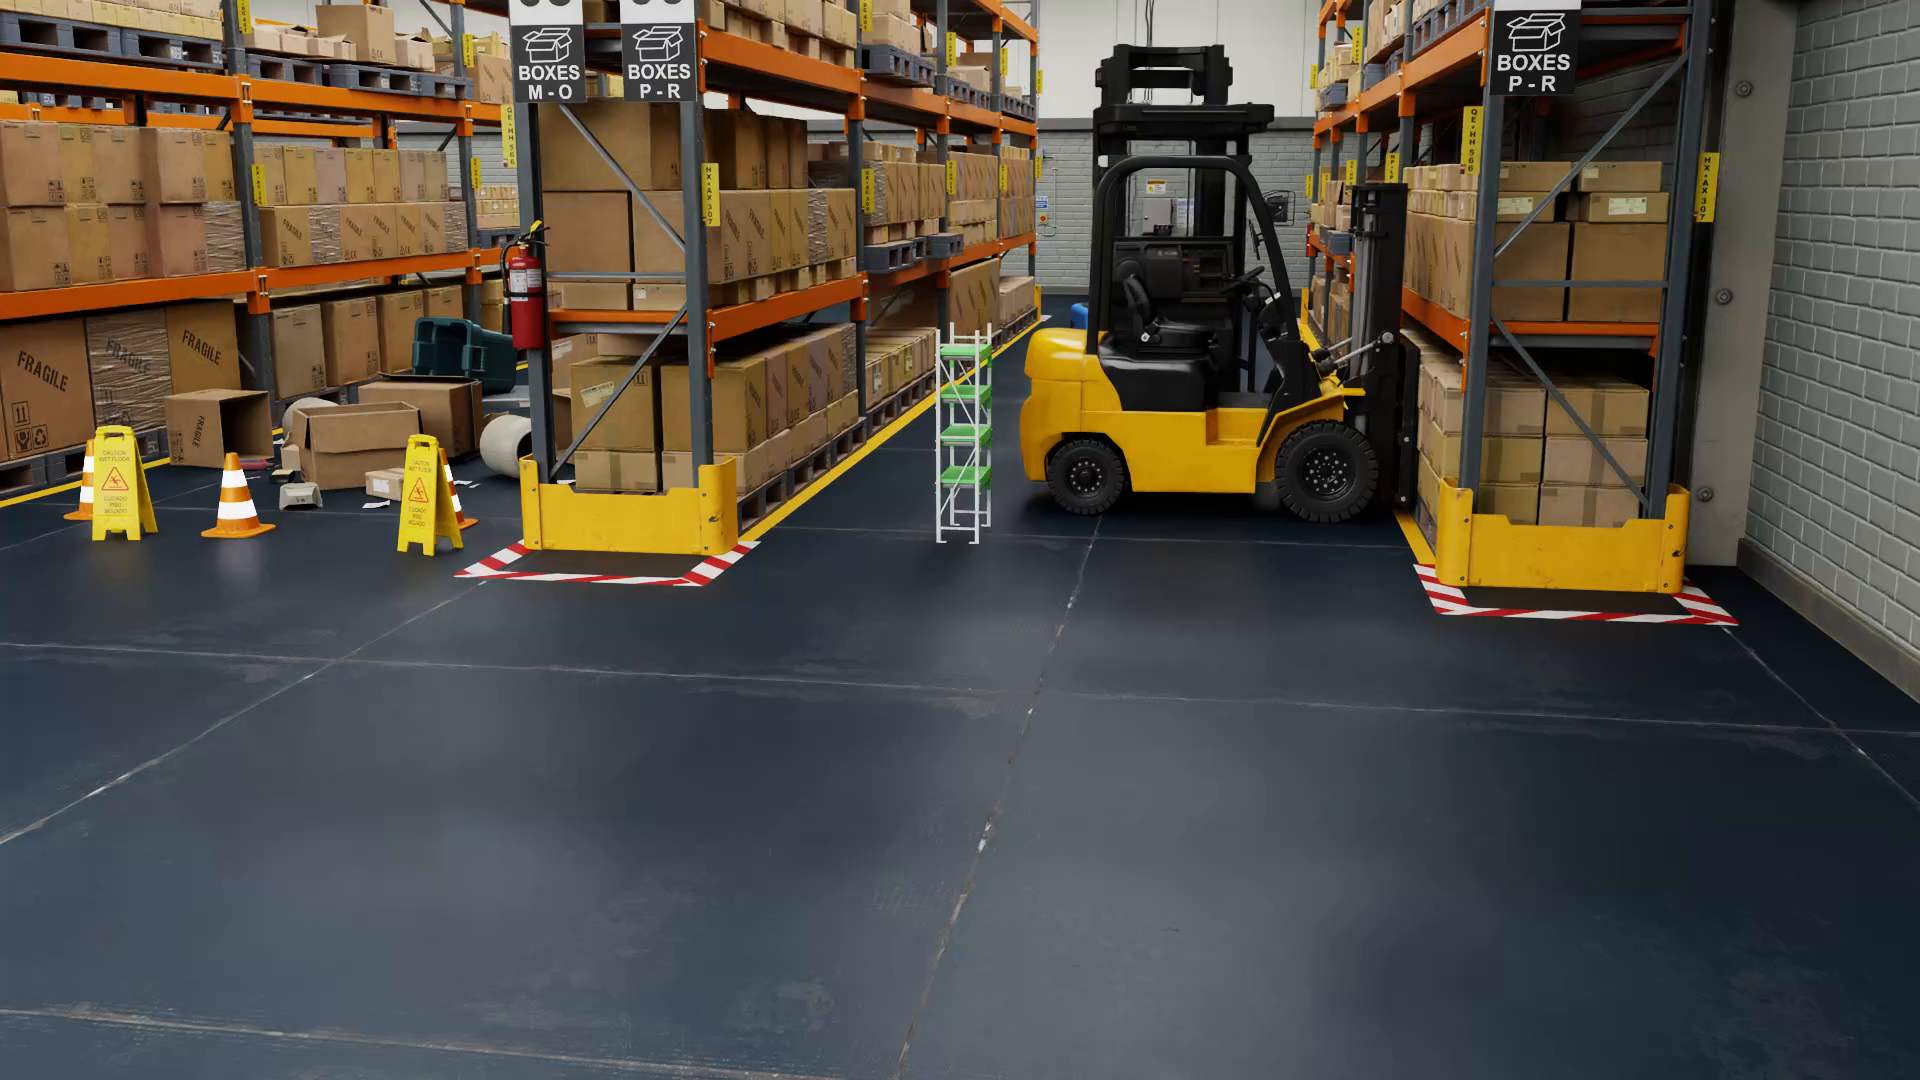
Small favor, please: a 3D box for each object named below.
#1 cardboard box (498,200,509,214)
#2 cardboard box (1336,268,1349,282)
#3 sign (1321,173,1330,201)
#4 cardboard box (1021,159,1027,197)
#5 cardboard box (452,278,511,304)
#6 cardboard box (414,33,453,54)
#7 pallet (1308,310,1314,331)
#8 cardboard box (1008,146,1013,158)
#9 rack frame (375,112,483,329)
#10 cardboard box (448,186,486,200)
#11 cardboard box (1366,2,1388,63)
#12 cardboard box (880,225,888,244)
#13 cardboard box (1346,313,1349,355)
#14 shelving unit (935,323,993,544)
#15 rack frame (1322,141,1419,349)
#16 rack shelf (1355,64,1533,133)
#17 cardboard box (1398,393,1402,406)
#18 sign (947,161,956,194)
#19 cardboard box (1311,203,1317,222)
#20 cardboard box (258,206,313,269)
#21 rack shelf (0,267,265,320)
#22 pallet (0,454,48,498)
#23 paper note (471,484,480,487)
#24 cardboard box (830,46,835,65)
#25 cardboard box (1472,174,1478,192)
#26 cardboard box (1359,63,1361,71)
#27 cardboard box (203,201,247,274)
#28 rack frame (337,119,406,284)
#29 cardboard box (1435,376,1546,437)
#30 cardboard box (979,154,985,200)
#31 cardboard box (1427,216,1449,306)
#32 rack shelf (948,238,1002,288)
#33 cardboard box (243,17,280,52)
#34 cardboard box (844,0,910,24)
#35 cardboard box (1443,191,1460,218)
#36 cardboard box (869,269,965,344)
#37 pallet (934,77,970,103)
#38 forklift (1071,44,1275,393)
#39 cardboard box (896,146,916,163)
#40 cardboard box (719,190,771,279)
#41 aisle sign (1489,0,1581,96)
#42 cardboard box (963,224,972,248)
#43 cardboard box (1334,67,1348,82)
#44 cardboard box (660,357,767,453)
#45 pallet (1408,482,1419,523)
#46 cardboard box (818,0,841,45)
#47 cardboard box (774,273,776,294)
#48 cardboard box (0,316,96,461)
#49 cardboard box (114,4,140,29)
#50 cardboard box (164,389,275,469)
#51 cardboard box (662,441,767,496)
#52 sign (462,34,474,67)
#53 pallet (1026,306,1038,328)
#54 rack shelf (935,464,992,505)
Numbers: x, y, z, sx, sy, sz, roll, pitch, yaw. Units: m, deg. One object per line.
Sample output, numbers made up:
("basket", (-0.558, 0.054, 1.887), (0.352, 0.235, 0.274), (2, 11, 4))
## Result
("cardboard box", (-5.183, -3.657, 18.235), (0.380, 0.149, 0.250), (1, 12, 7))
("cardboard box", (4.583, -3.080, 19.356), (0.380, 0.149, 0.250), (1, 12, 6))
("sign", (4.357, -4.195, 19.785), (0.100, 0.325, 0.005), (2, 12, 9))
("cardboard box", (0.635, -4.966, 22.804), (0.500, 0.500, 0.500), (2, 12, 8))
("cardboard box", (-5.188, -2.708, 18.097), (0.500, 0.250, 0.500), (1, 12, 6))
("cardboard box", (-5.663, -5.312, 17.848), (0.396, 0.266, 0.258), (2, 12, 9))
("pallet", (5.376, -3.044, 23.116), (1.003, 0.211, 1.213), (2, 12, 9))
("cardboard box", (0.483, -5.041, 21.612), (0.380, 0.149, 0.250), (2, 12, 7))
("rack frame", (-5.533, -3.223, 17.327), (1.000, 3.000, 0.127), (2, 12, 9))
("cardboard box", (-5.270, -3.687, 17.668), (0.380, 0.149, 0.250), (2, 12, 9))
("cardboard box", (3.927, -4.550, 14.894), (0.500, 0.500, 0.500), (2, 12, 9))
("cardboard box", (-0.797, -2.490, 13.525), (0.380, 0.149, 0.250), (2, 12, 10))
("cardboard box", (4.132, -2.002, 16.598), (0.500, 0.500, 0.500), (2, 12, 10))
("shelving unit", (0.025, -0.621, 9.527), (0.258, 1.200, 0.503), (2, 12, 9))
("rack frame", (4.894, -3.756, 19.802), (1.000, 3.000, 0.127), (2, 12, 9))
("rack shelf", (3.971, -3.622, 13.766), (1.077, 0.370, 4.000), (2, 12, 9))
("cardboard box", (3.120, -0.896, 10.876), (0.500, 0.250, 0.500), (2, 12, 8))
("sign", (-0.089, -3.595, 16.495), (0.100, 0.325, 0.005), (2, 12, 9))
("cardboard box", (5.173, -4.575, 23.252), (0.500, 0.250, 0.500), (2, 12, 9))
("cardboard box", (-5.801, -2.540, 13.921), (0.500, 0.500, 0.500), (2, 12, 9))
("rack shelf", (-6.456, -1.622, 11.607), (1.077, 0.370, 4.000), (2, 12, 9))
("pallet", (-6.718, -0.363, 10.678), (1.003, 0.211, 1.213), (2, 12, 9))
("paper note", (-3.255, -0.365, 11.163), (0.032, 0.001, 0.123), (2, 12, 9))
("cardboard box", (-1.114, -3.469, 11.946), (0.380, 0.149, 0.250), (2, 12, 9))
("cardboard box", (2.903, -1.903, 8.721), (0.380, 0.149, 0.250), (2, 12, 9))
("cardboard box", (4.216, -4.753, 16.718), (0.380, 0.149, 0.250), (2, 12, 9))
("cardboard box", (-6.193, -2.386, 13.090), (0.875, 0.550, 0.550), (2, 12, 9))
("rack frame", (-9.188, -5.070, 25.898), (1.000, 3.000, 0.127), (2, 12, 9))
("cardboard box", (2.811, -0.714, 8.842), (0.500, 0.250, 0.500), (2, 12, 11))
("cardboard box", (-0.001, -4.140, 18.972), (0.500, 0.500, 0.500), (2, 12, 10))
("cardboard box", (3.032, -1.632, 9.710), (0.500, 0.500, 0.500), (2, 12, 8))
("rack shelf", (-0.319, -3.148, 18.688), (1.077, 0.370, 4.000), (2, 12, 9))
("cardboard box", (-5.809, -4.162, 13.653), (0.258, 0.266, 0.396), (2, 12, 8))
("cardboard box", (-0.689, -4.306, 13.407), (0.500, 0.250, 0.500), (2, 12, 7))
("cardboard box", (2.979, -1.920, 9.504), (0.380, 0.149, 0.250), (1, 12, 7))
("cardboard box", (-0.438, -2.391, 17.515), (0.875, 0.875, 0.875), (2, 12, 8))
("pallet", (-0.580, -4.593, 17.014), (1.213, 0.211, 1.003), (2, 12, 11))
("forklift", (1.494, -1.936, 11.518), (1.130, 2.935, 3.031), (-1, 12, -5))
("cardboard box", (-0.599, -3.450, 14.904), (0.380, 0.149, 0.250), (1, 12, 6))
("cardboard box", (-1.433, -1.810, 9.828), (0.500, 0.500, 0.500), (2, 12, 10))
("aisle sign", (2.748, -2.525, 7.917), (0.394, 0.787, 0.004), (2, 12, 9))
("cardboard box", (-0.154, -3.320, 18.136), (0.500, 0.250, 0.500), (2, 12, 11))
("cardboard box", (4.253, -5.039, 17.998), (0.380, 0.149, 0.250), (2, 12, 10))
("cardboard box", (-1.456, -0.810, 9.880), (0.500, 0.500, 0.500), (1, 12, 7))
("pallet", (3.315, -0.309, 10.424), (1.003, 0.211, 1.213), (2, 12, 9))
("cardboard box", (-1.120, -3.583, 11.530), (0.500, 0.250, 0.500), (2, 12, 8))
("cardboard box", (-1.382, -1.628, 10.524), (0.380, 0.149, 0.250), (2, 12, 11))
("cardboard box", (-6.591, -1.051, 11.295), (0.875, 0.875, 0.875), (2, 12, 8))
("cardboard box", (-6.044, -3.690, 11.738), (0.380, 0.149, 0.250), (2, 12, 10))
("cardboard box", (-5.373, -0.813, 12.073), (0.500, 0.500, 0.500), (4, 13, 18))
("cardboard box", (-1.459, -0.438, 9.936), (0.500, 0.250, 0.500), (2, 12, 8))
("sign", (-4.986, -4.961, 16.857), (0.100, 0.325, 0.005), (2, 12, 9))
("pallet", (0.558, -3.217, 23.918), (1.003, 0.211, 1.213), (2, 12, 9))
("rack shelf", (0.025, -0.324, 9.591), (0.258, 0.148, 0.480), (2, 12, 9))
